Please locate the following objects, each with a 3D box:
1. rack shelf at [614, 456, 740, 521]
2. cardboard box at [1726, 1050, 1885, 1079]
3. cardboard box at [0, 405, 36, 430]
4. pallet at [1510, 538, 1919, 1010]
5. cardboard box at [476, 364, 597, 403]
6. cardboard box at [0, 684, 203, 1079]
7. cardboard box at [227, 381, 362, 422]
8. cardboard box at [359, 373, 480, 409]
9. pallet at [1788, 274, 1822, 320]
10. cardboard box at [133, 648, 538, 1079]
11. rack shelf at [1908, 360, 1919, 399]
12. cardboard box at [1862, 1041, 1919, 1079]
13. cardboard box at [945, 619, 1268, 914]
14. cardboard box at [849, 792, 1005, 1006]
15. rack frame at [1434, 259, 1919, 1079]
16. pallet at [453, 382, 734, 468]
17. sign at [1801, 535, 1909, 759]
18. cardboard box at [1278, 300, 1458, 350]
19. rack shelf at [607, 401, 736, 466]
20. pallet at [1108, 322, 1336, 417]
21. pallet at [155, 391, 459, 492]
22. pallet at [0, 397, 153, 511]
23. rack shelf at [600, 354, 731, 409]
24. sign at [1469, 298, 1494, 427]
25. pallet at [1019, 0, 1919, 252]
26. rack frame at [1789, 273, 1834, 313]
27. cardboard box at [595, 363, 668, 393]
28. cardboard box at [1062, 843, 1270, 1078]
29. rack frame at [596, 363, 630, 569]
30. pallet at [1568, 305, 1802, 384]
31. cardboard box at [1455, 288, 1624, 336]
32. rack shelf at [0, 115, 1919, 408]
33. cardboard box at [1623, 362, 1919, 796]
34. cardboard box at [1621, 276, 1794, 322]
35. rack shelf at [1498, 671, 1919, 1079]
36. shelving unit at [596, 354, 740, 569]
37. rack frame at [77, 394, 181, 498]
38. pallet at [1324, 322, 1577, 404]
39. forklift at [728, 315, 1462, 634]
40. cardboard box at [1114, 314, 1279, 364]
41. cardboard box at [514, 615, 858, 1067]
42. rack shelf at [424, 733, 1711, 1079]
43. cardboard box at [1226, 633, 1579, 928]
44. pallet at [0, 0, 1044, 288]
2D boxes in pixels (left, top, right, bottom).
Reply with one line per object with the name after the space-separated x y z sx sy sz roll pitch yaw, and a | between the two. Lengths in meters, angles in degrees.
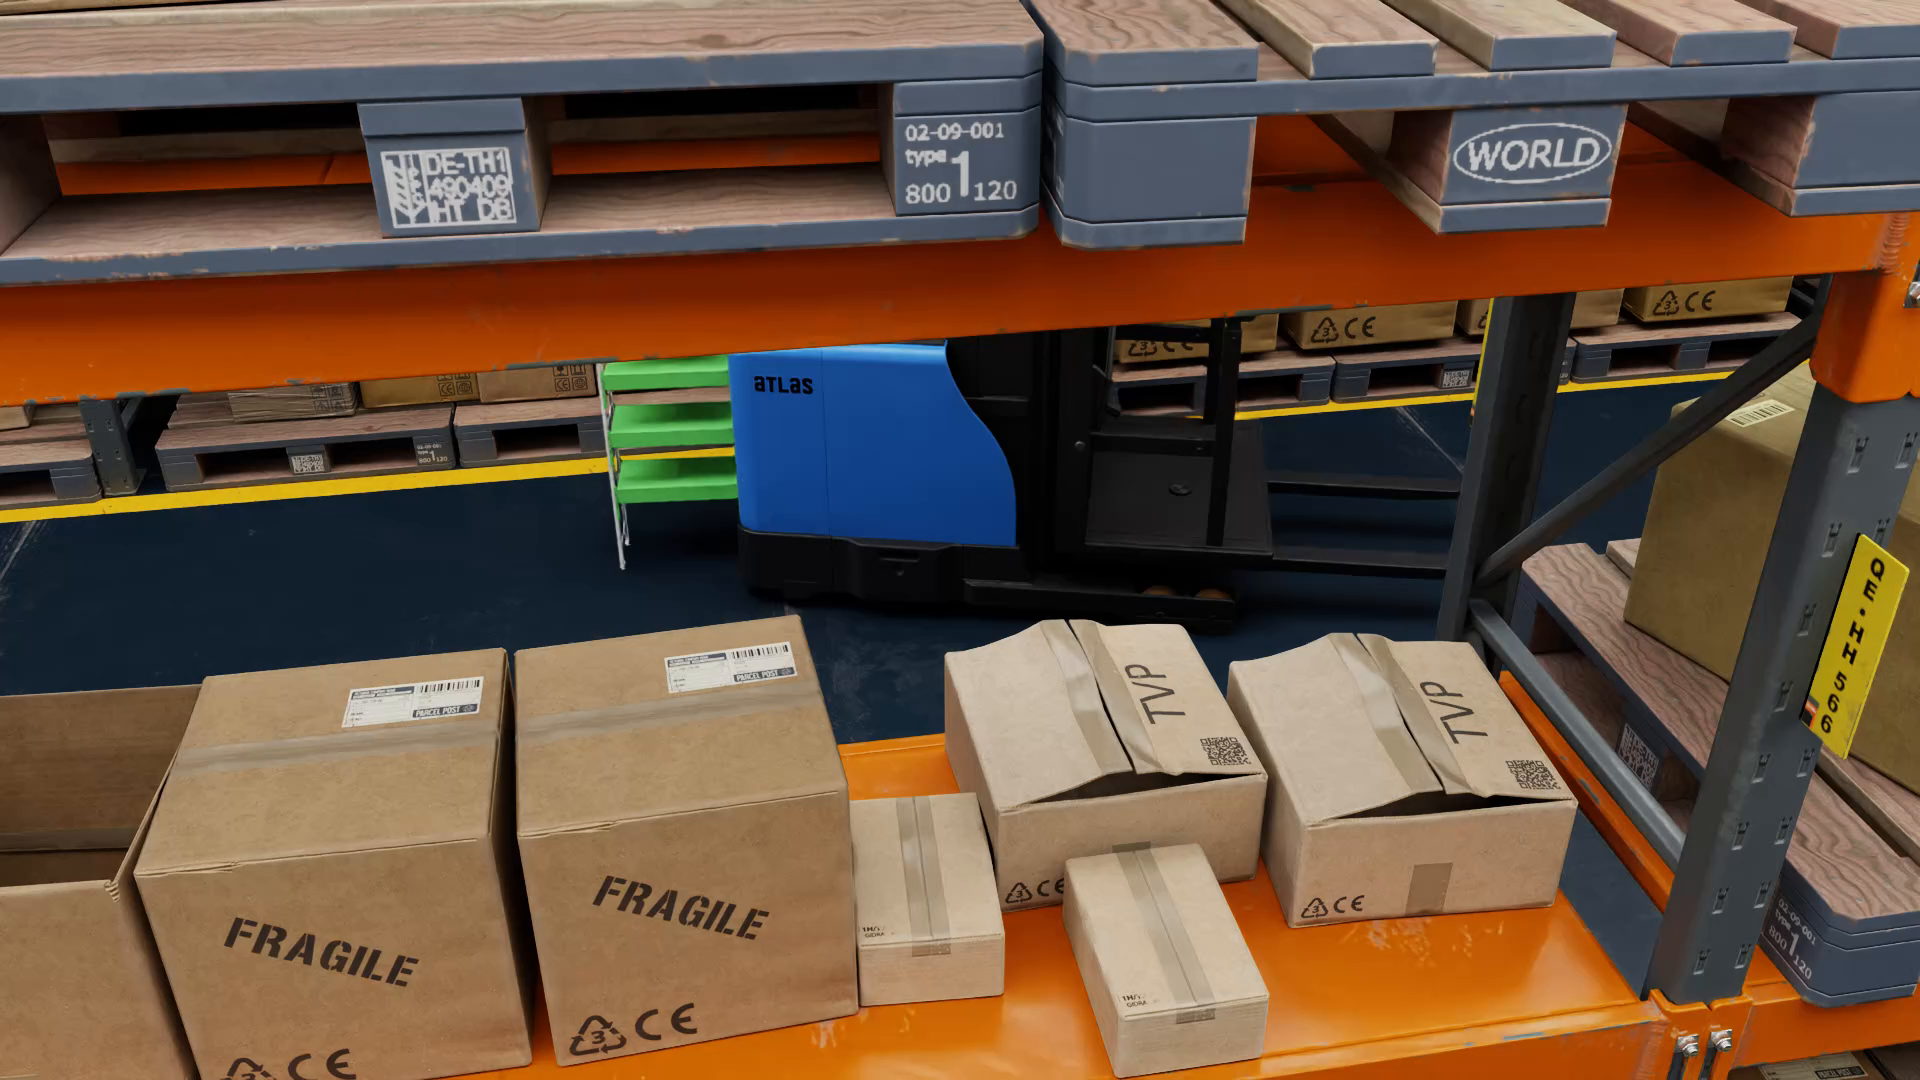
-1.097 -0.211 6.524 0.480 0.148 0.258 -3 31 -4 | rack shelf
1.675 1.368 3.497 0.500 0.500 0.500 -4 31 -7 | cardboard box
-4.176 -0.630 7.223 0.250 0.166 0.380 -9 32 -15 | cardboard box
1.830 0.365 3.359 1.003 0.211 1.213 -5 31 -9 | pallet
-1.925 -1.012 7.543 0.500 0.500 0.700 -5 31 -8 | cardboard box
-1.482 0.591 2.687 0.500 0.500 0.500 -3 31 -5 | cardboard box
-2.934 -0.913 7.375 0.500 0.500 0.700 -4 31 -7 | cardboard box
-2.434 -0.985 7.498 0.500 0.500 0.700 -6 31 -10 | cardboard box
4.977 -1.284 8.725 1.213 0.211 1.003 -5 31 -9 | pallet
-0.990 0.545 2.765 0.500 0.500 0.500 -5 31 -9 | cardboard box
3.143 -0.787 2.879 4.000 0.370 1.077 -5 31 -9 | rack shelf
2.189 1.317 3.583 0.500 0.500 0.500 -6 31 -11 | cardboard box
0.261 0.403 3.194 0.500 0.311 0.500 -6 31 -10 | cardboard box
-0.068 0.632 2.964 0.250 0.149 0.380 -3 31 -5 | cardboard box
1.175 0.377 3.149 0.053 2.616 0.949 -5 31 -9 | rack frame
-1.687 -0.708 7.746 1.213 0.211 1.003 -5 31 -9 | pallet
1.279 0.156 2.382 0.005 0.325 0.100 -5 31 -9 | sign
1.890 -1.423 7.918 0.750 0.750 0.750 -5 31 -9 | cardboard box
-1.097 -0.418 6.403 0.480 0.148 0.258 -3 31 -4 | rack shelf
1.069 -0.923 8.111 1.213 0.211 1.003 -5 31 -9 | pallet
-2.889 -0.595 7.554 1.213 0.211 1.003 -5 31 -9 | pallet
-4.309 -0.444 7.297 1.213 0.211 1.003 -5 31 -9 | pallet
-1.097 -0.625 6.281 0.480 0.148 0.258 -3 31 -4 | rack shelf
1.069 -0.356 3.331 0.005 0.325 0.100 -5 31 -9 | sign
0.524 -0.726 2.252 1.003 0.211 1.213 -4 31 -7 | pallet
4.214 -2.456 7.967 0.127 3.000 1.000 -5 31 -9 | rack frame
-1.430 -1.062 7.629 0.500 0.500 0.700 -5 31 -9 | cardboard box
0.341 0.707 2.836 0.250 0.149 0.380 -5 31 -9 | cardboard box
-1.340 -0.462 6.352 0.015 1.200 0.240 -3 31 -4 | rack frame
3.469 -1.146 8.490 1.213 0.211 1.003 -5 31 -9 | pallet
2.725 -1.503 8.054 0.750 0.750 0.750 -4 31 -7 | cardboard box
-0.791 -0.421 2.258 4.000 0.370 1.077 -5 31 -9 | rack shelf
1.775 0.041 3.208 0.500 0.500 0.700 -16 34 -25 | cardboard box
3.599 -1.586 8.194 0.750 0.750 0.750 -5 31 -8 | cardboard box
3.143 0.507 3.639 4.000 0.370 1.077 -5 31 -9 | rack shelf
-1.097 -0.473 6.370 0.503 1.200 0.258 -3 31 -4 | shelving unit
-3.655 -1.725 6.725 0.127 3.000 1.000 -5 31 -9 | rack frame
2.267 -1.032 8.298 1.213 0.211 1.003 -5 31 -9 | pallet
0.712 -1.201 5.901 3.031 2.935 1.130 3 31 6 | forklift
1.027 -1.347 7.787 0.750 0.750 0.750 -6 31 -10 | cardboard box
-0.472 0.497 2.846 0.500 0.500 0.500 -7 31 -12 | cardboard box
-0.791 0.872 3.018 4.000 0.370 1.077 -5 31 -9 | rack shelf
0.810 0.429 3.149 0.500 0.311 0.500 -3 31 -6 | cardboard box
-0.575 -0.623 2.076 1.213 0.211 1.003 -4 31 -7 | pallet
